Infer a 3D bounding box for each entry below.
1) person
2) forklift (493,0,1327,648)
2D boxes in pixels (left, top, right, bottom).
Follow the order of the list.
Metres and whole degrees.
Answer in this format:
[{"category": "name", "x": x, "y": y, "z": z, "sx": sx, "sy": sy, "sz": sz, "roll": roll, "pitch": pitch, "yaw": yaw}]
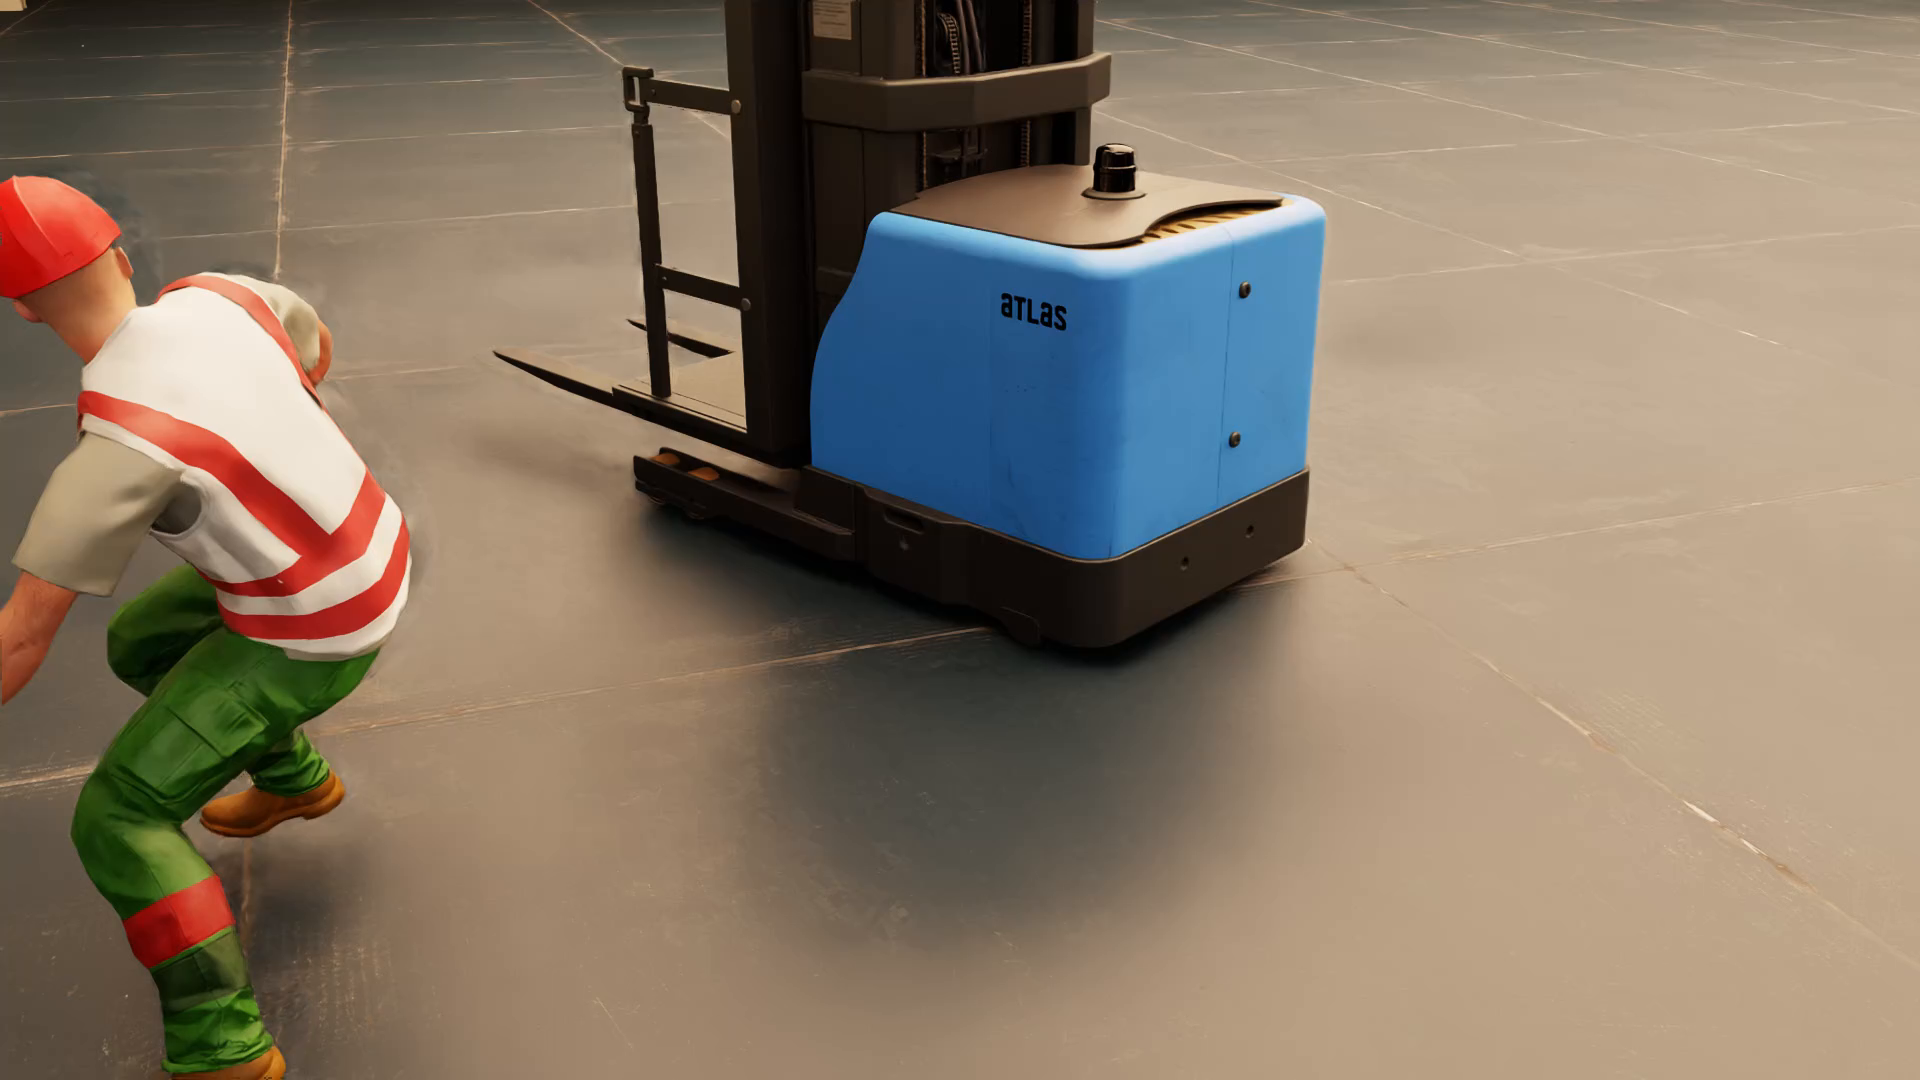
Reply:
[{"category": "person", "x": -1.378, "y": 0.143, "z": 2.868, "sx": 0.775, "sy": 1.539, "sz": 0.898, "roll": -2, "pitch": 23, "yaw": -4}, {"category": "forklift", "x": -0.406, "y": -1.542, "z": 4.964, "sx": 3.031, "sy": 2.935, "sz": 1.130, "roll": 20, "pitch": 30, "yaw": 39}]
